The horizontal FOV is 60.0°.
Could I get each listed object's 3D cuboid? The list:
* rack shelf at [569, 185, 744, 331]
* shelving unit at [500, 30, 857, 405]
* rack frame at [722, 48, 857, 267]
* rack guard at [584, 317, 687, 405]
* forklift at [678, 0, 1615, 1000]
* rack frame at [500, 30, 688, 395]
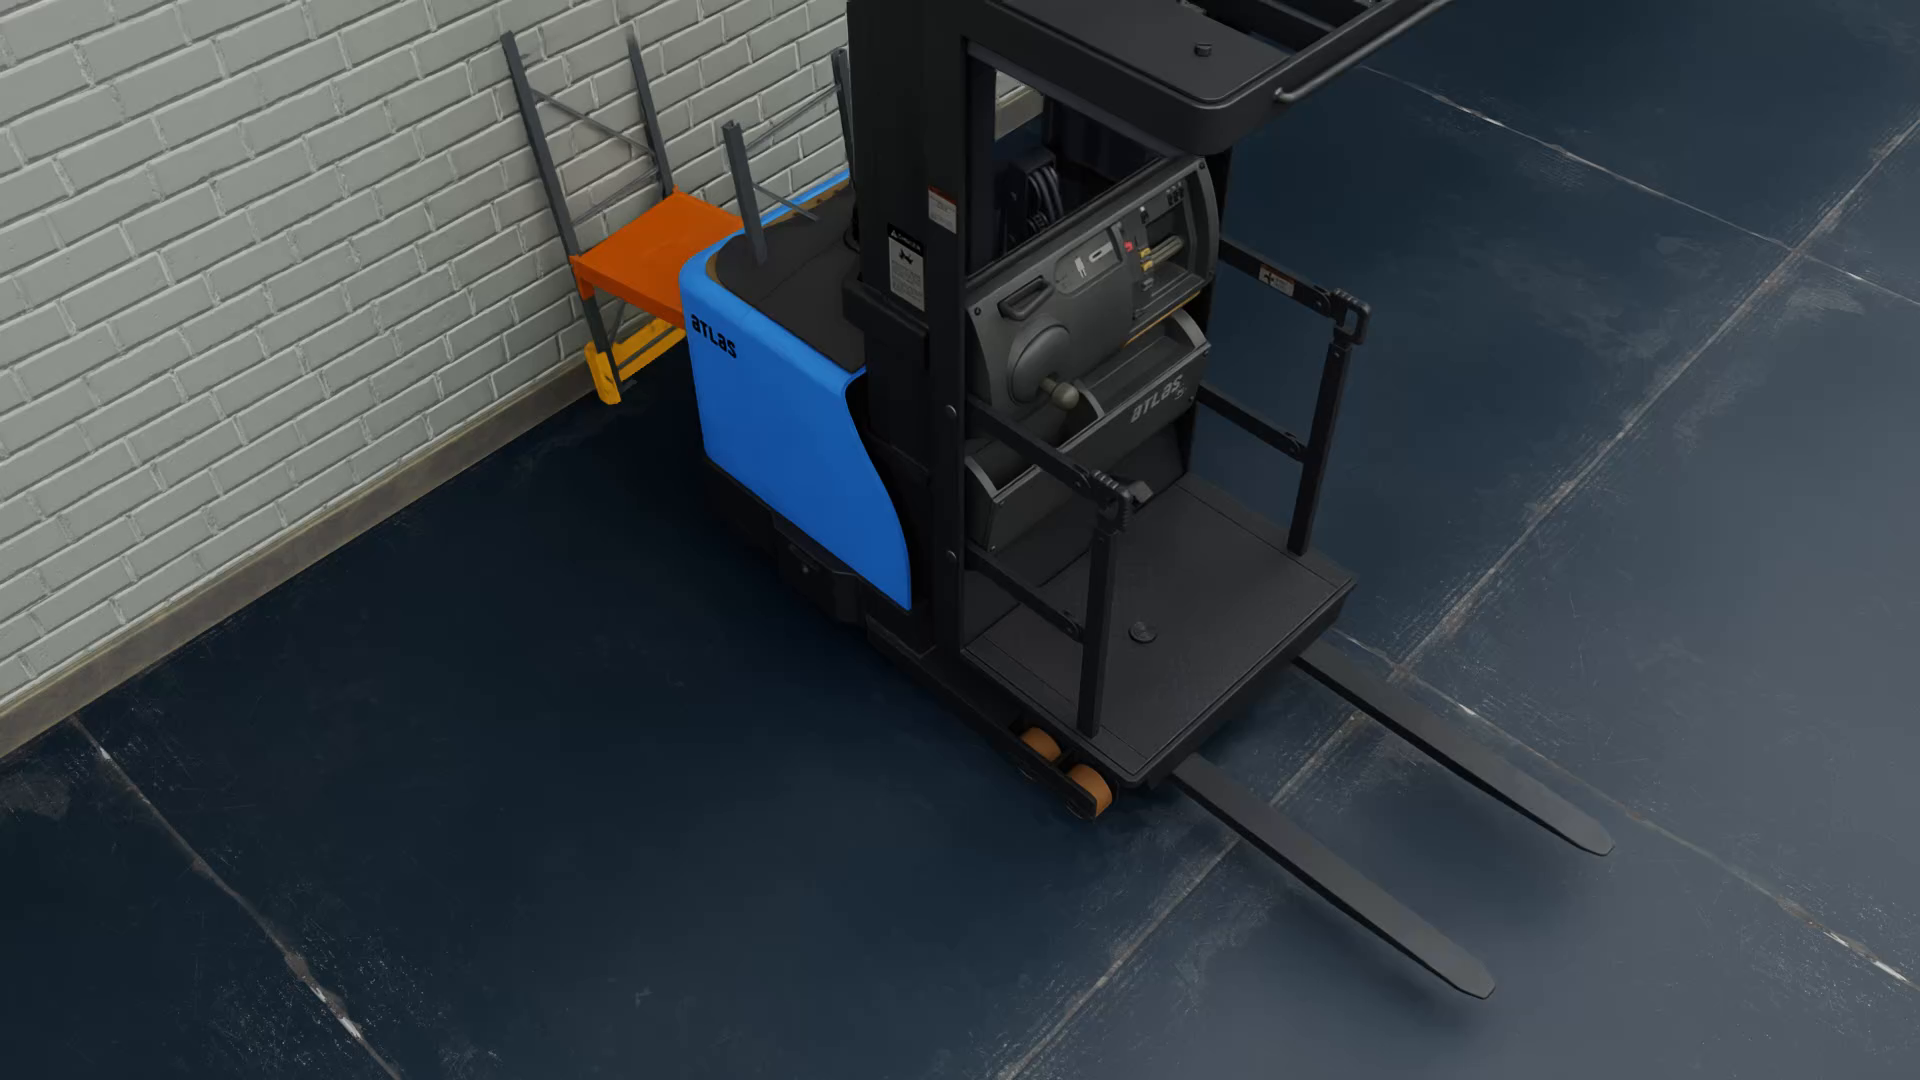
[{"bbox_3d":[-0.809,-0.873,5.733,1.000,0.185,0.538,28,55,30],"label":"rack shelf"},{"bbox_3d":[-0.832,-1.002,5.609,1.083,1.500,0.587,28,55,30],"label":"shelving unit"},{"bbox_3d":[-0.435,-0.791,5.353,0.032,1.500,0.500,28,55,30],"label":"rack frame"},{"bbox_3d":[-1.157,-0.771,6.302,0.087,0.250,0.587,28,55,30],"label":"rack guard"},{"bbox_3d":[0.522,-0.604,4.307,3.031,2.935,1.130,36,56,29],"label":"forklift"},{"bbox_3d":[-1.216,-1.205,5.856,0.032,1.500,0.500,28,55,30],"label":"rack frame"}]
